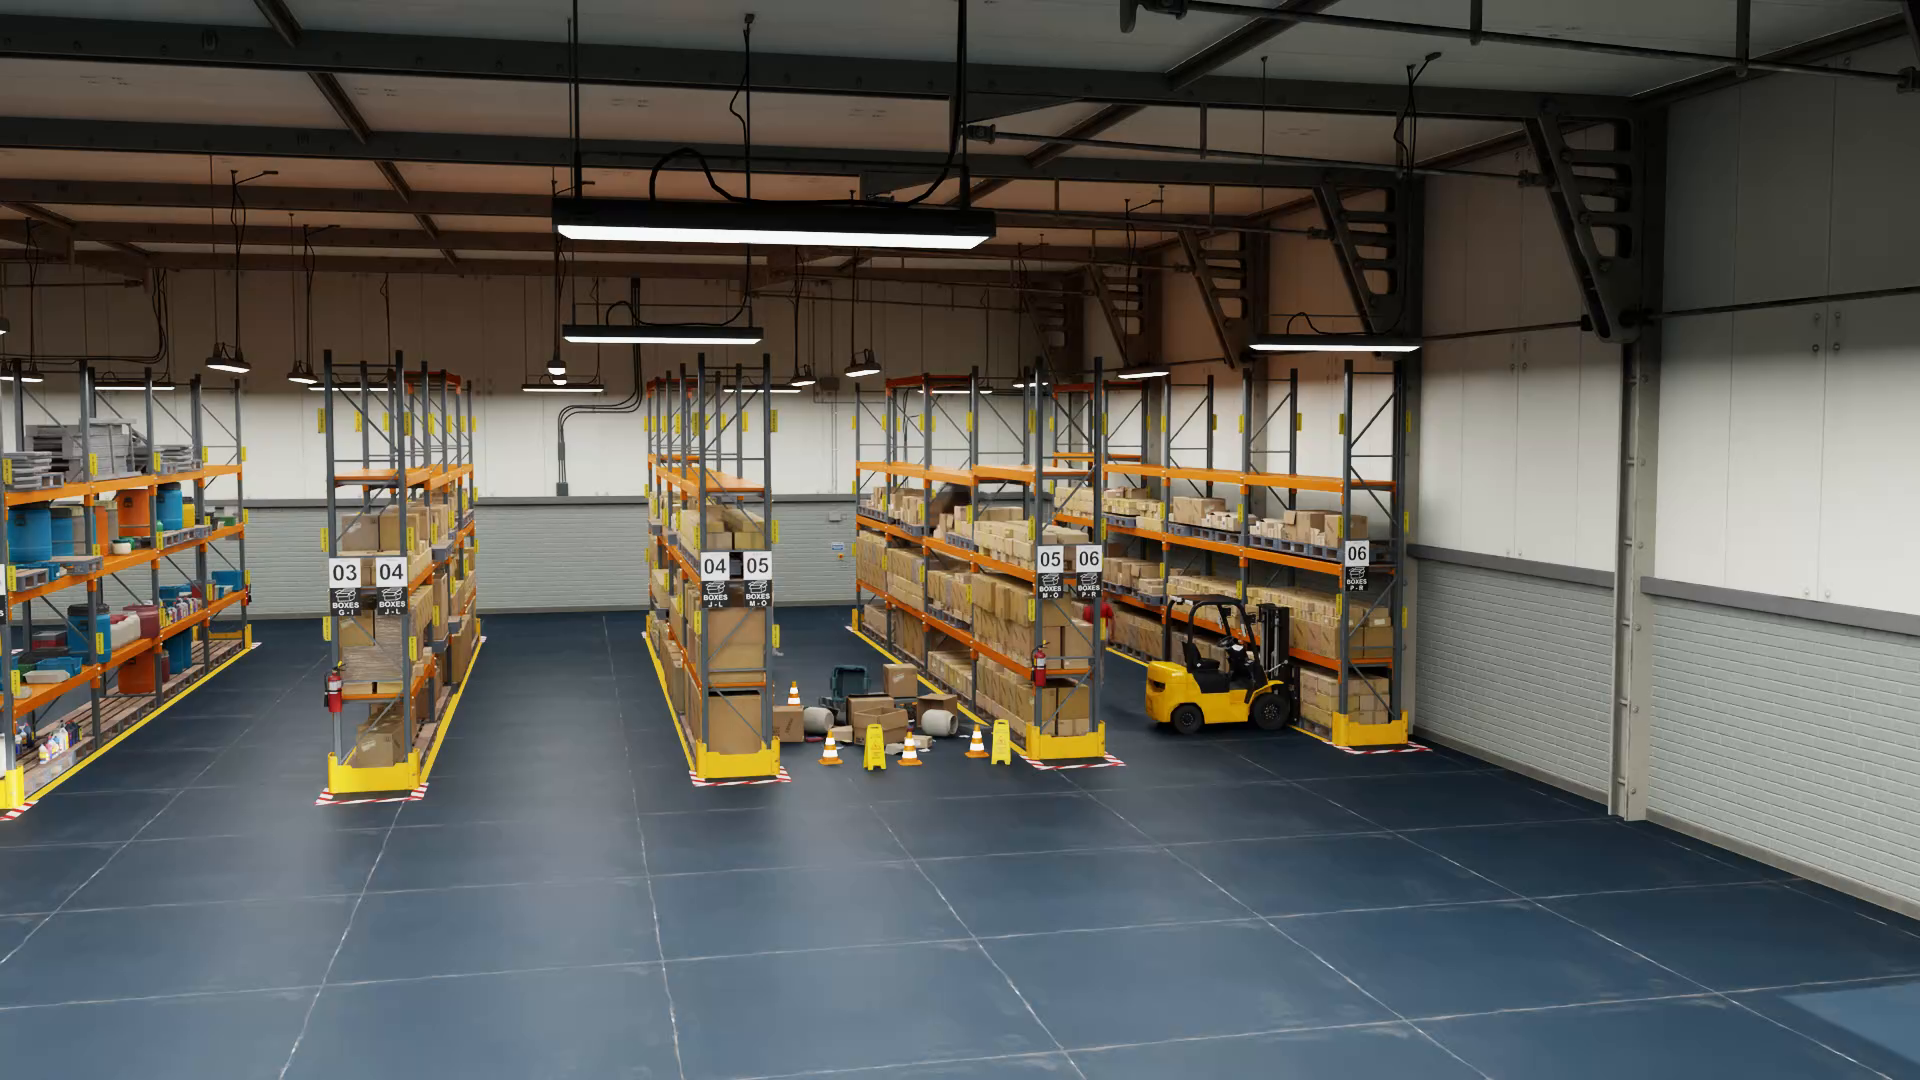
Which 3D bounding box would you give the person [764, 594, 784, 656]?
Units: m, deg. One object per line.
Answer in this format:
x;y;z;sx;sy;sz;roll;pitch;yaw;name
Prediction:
-3.911;1.470;33.932;0.557;1.777;0.627;-1;4;-18;person

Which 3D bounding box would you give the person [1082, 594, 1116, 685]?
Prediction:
2.513;1.818;30.273;0.652;1.814;0.693;-1;4;-15;person
